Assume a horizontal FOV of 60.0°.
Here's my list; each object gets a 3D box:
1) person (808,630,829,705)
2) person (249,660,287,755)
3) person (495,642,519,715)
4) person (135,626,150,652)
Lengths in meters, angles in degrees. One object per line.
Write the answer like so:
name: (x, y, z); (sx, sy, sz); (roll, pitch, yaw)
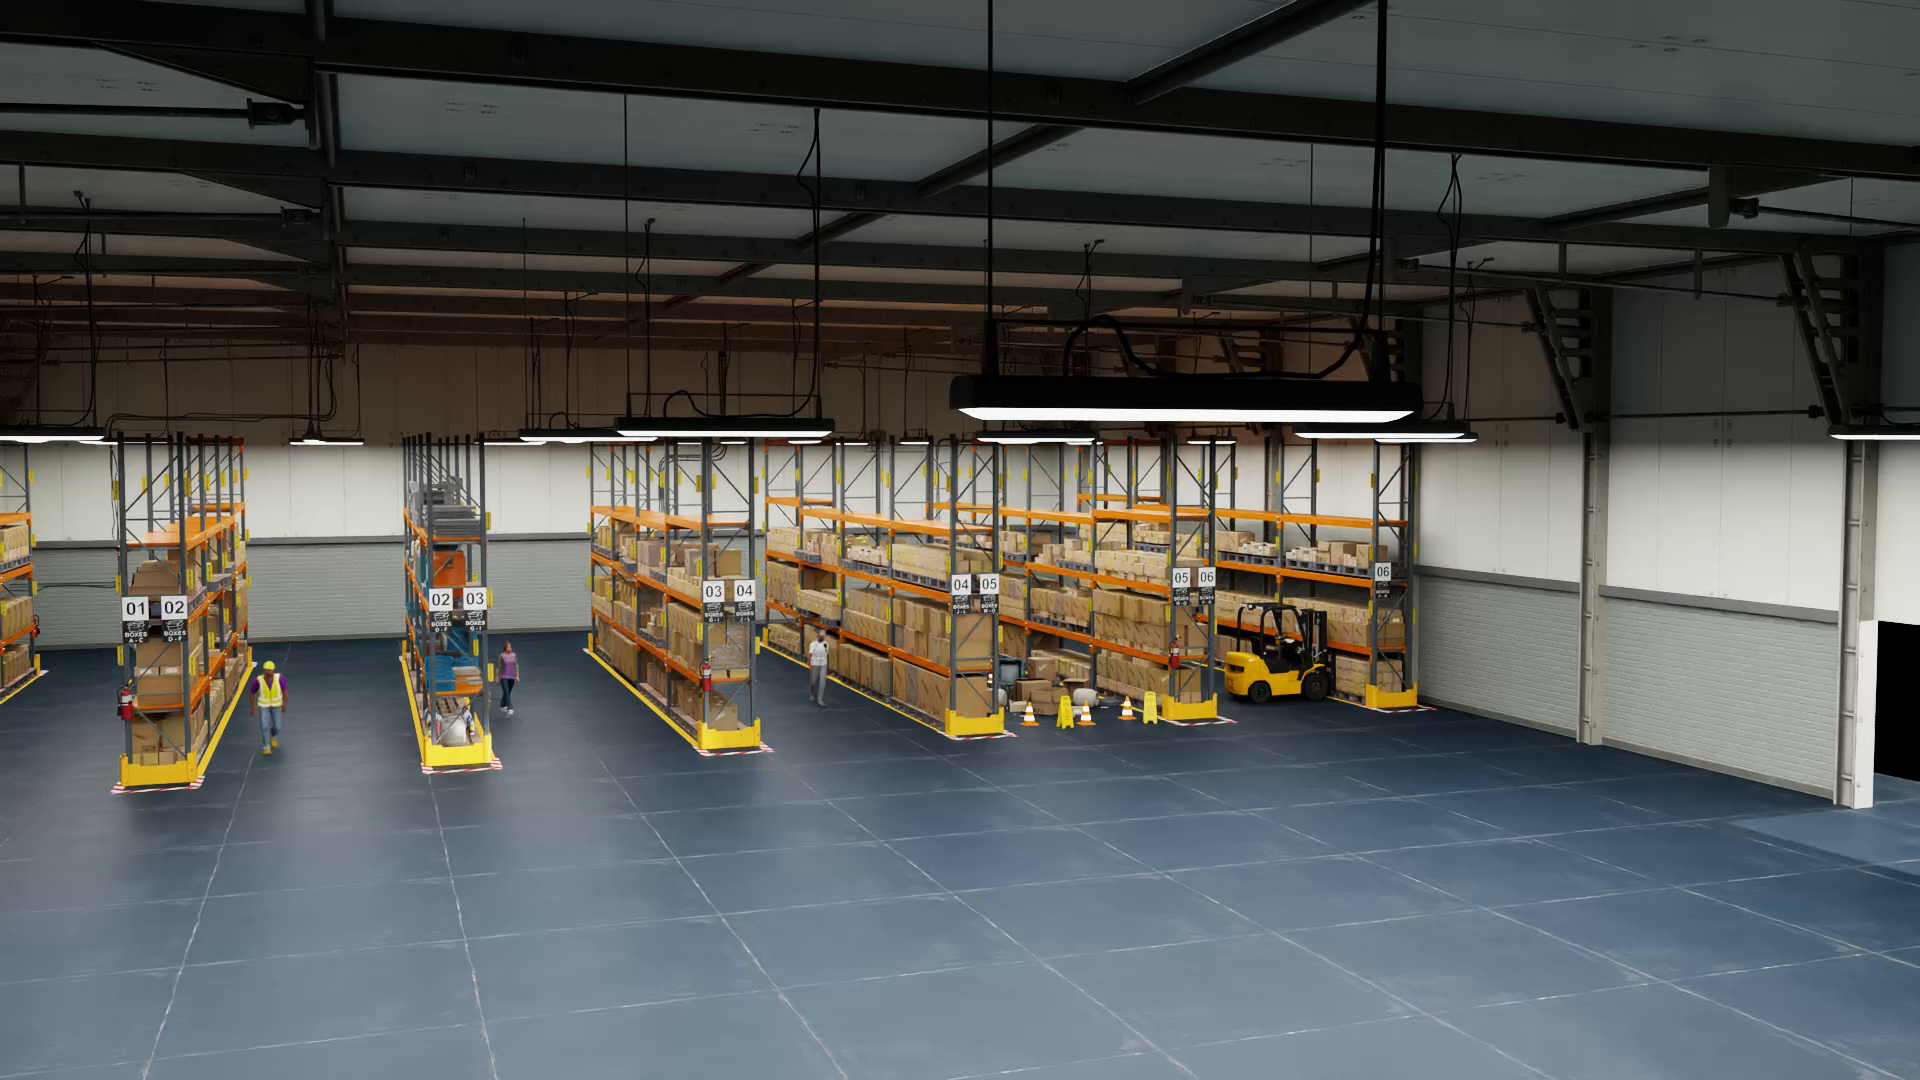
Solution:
person: (-3.171, 2.843, 37.301); (0.536, 1.649, 0.727); (-1, 3, -25)
person: (-12.984, 3.121, 31.218); (0.663, 1.755, 0.631); (-2, 4, -33)
person: (-9.686, 2.957, 35.616); (0.972, 1.537, 0.469); (3, 4, 41)
person: (-19.729, 2.604, 40.468); (0.566, 1.768, 0.749); (-2, 4, -37)
